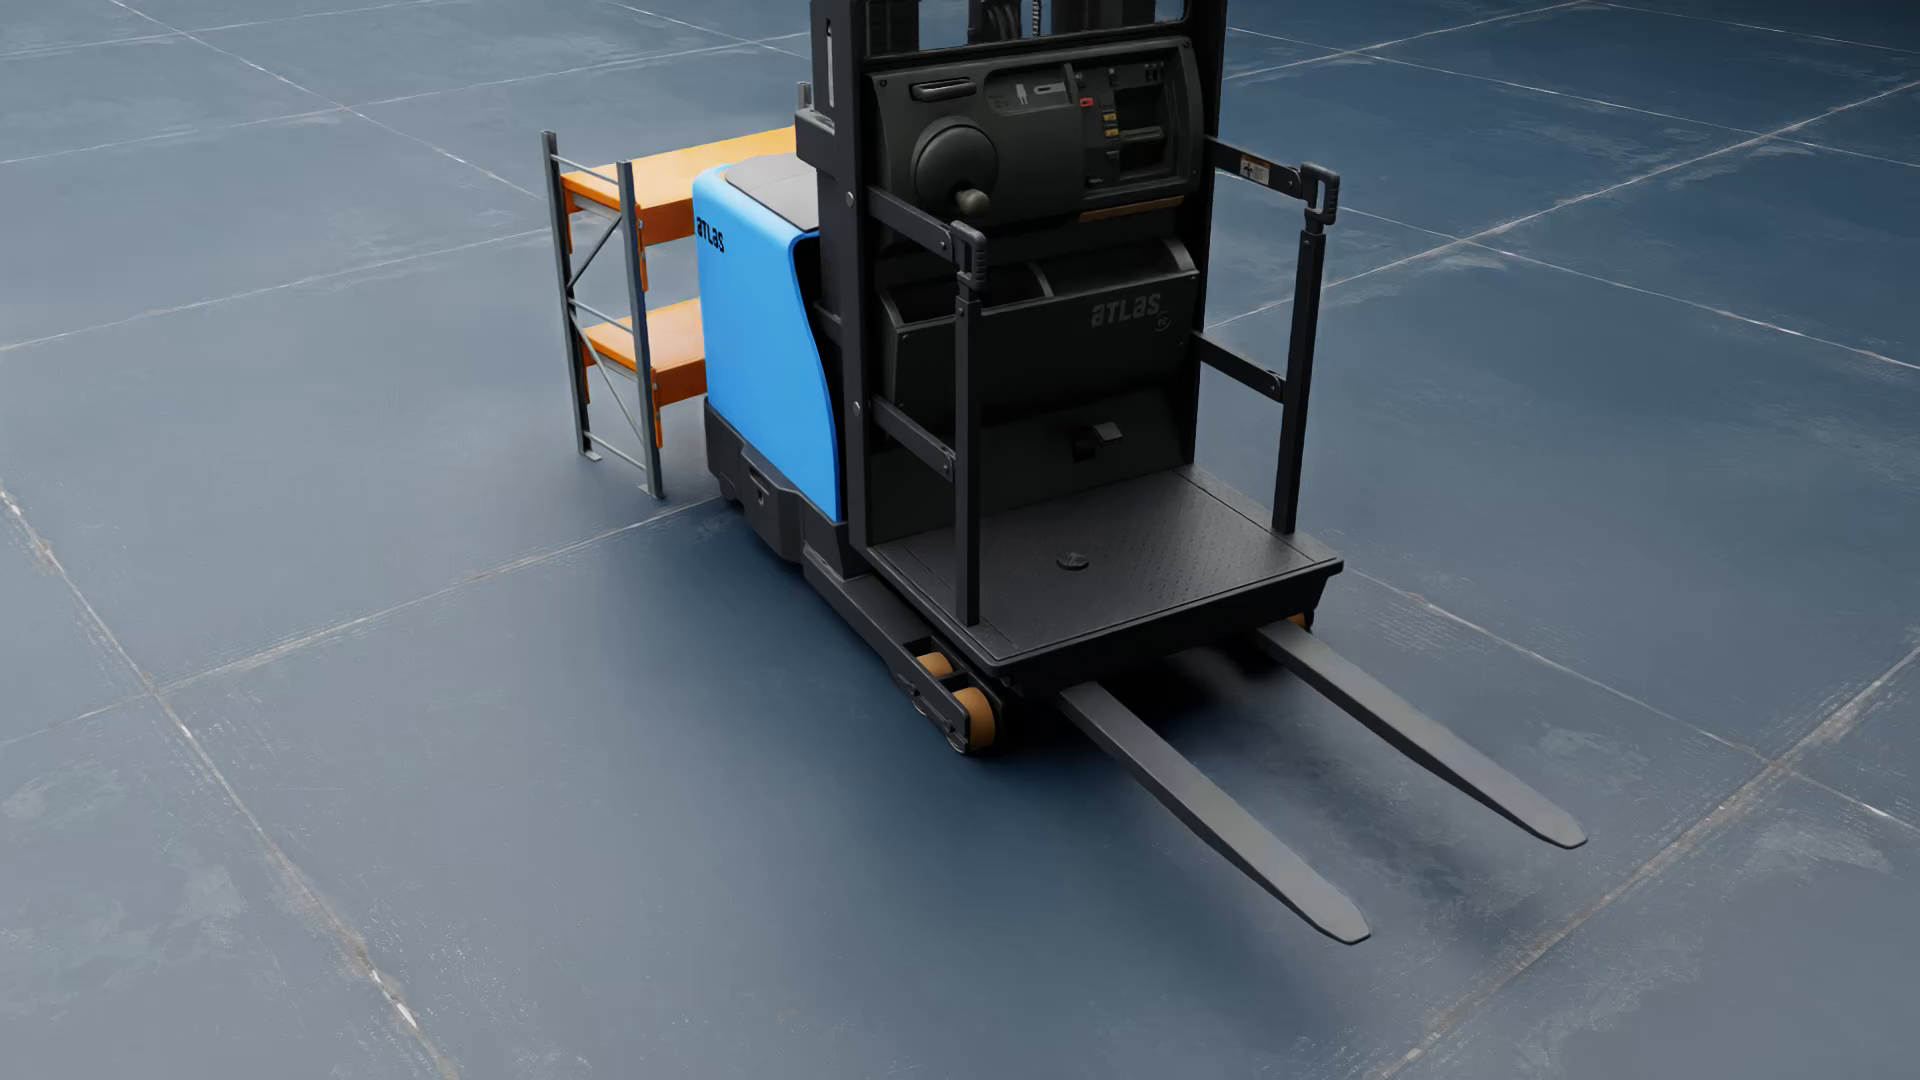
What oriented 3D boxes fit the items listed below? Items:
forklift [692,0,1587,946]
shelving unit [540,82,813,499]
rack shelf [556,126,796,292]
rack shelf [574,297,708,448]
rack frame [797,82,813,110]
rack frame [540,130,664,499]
[{"bbox_3d":[0.319,-0.997,4.005,1.130,2.935,3.031,-15,31,-26],"label":"forklift"},{"bbox_3d":[-0.782,-0.883,5.709,1.048,1.125,0.538,-23,36,-36],"label":"shelving unit"},{"bbox_3d":[-0.782,-1.141,5.571,1.000,0.278,0.538,-23,36,-36],"label":"rack shelf"},{"bbox_3d":[-0.782,-0.668,5.825,1.000,0.278,0.538,-23,36,-36],"label":"rack shelf"},{"bbox_3d":[-0.403,-1.043,6.008,0.032,1.125,0.500,-23,36,-36],"label":"rack frame"},{"bbox_3d":[-1.162,-0.724,5.411,0.032,1.125,0.500,-23,36,-36],"label":"rack frame"}]
